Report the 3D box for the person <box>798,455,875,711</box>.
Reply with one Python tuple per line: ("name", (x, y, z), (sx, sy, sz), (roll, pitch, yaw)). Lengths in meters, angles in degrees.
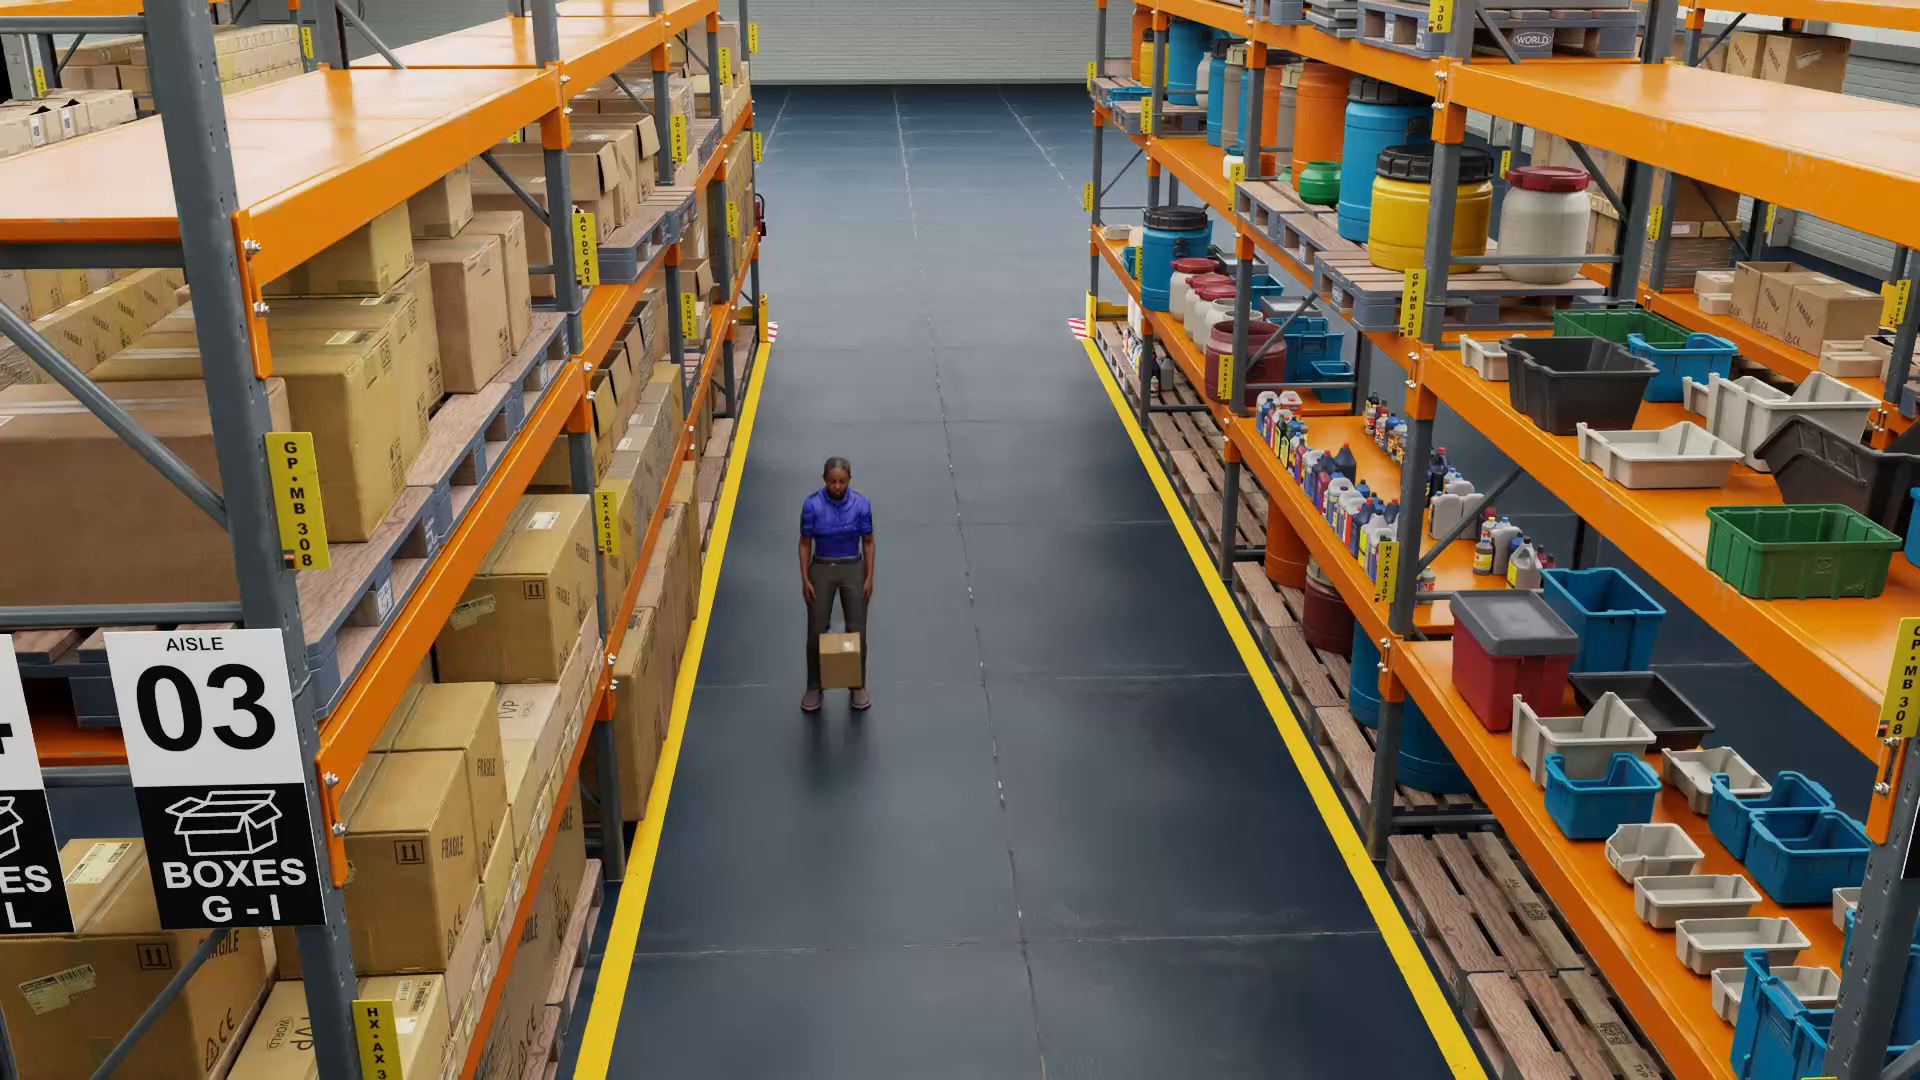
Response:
("person", (-0.774, 0.252, 10.406), (0.497, 1.658, 0.348), (-2, 21, -5))
